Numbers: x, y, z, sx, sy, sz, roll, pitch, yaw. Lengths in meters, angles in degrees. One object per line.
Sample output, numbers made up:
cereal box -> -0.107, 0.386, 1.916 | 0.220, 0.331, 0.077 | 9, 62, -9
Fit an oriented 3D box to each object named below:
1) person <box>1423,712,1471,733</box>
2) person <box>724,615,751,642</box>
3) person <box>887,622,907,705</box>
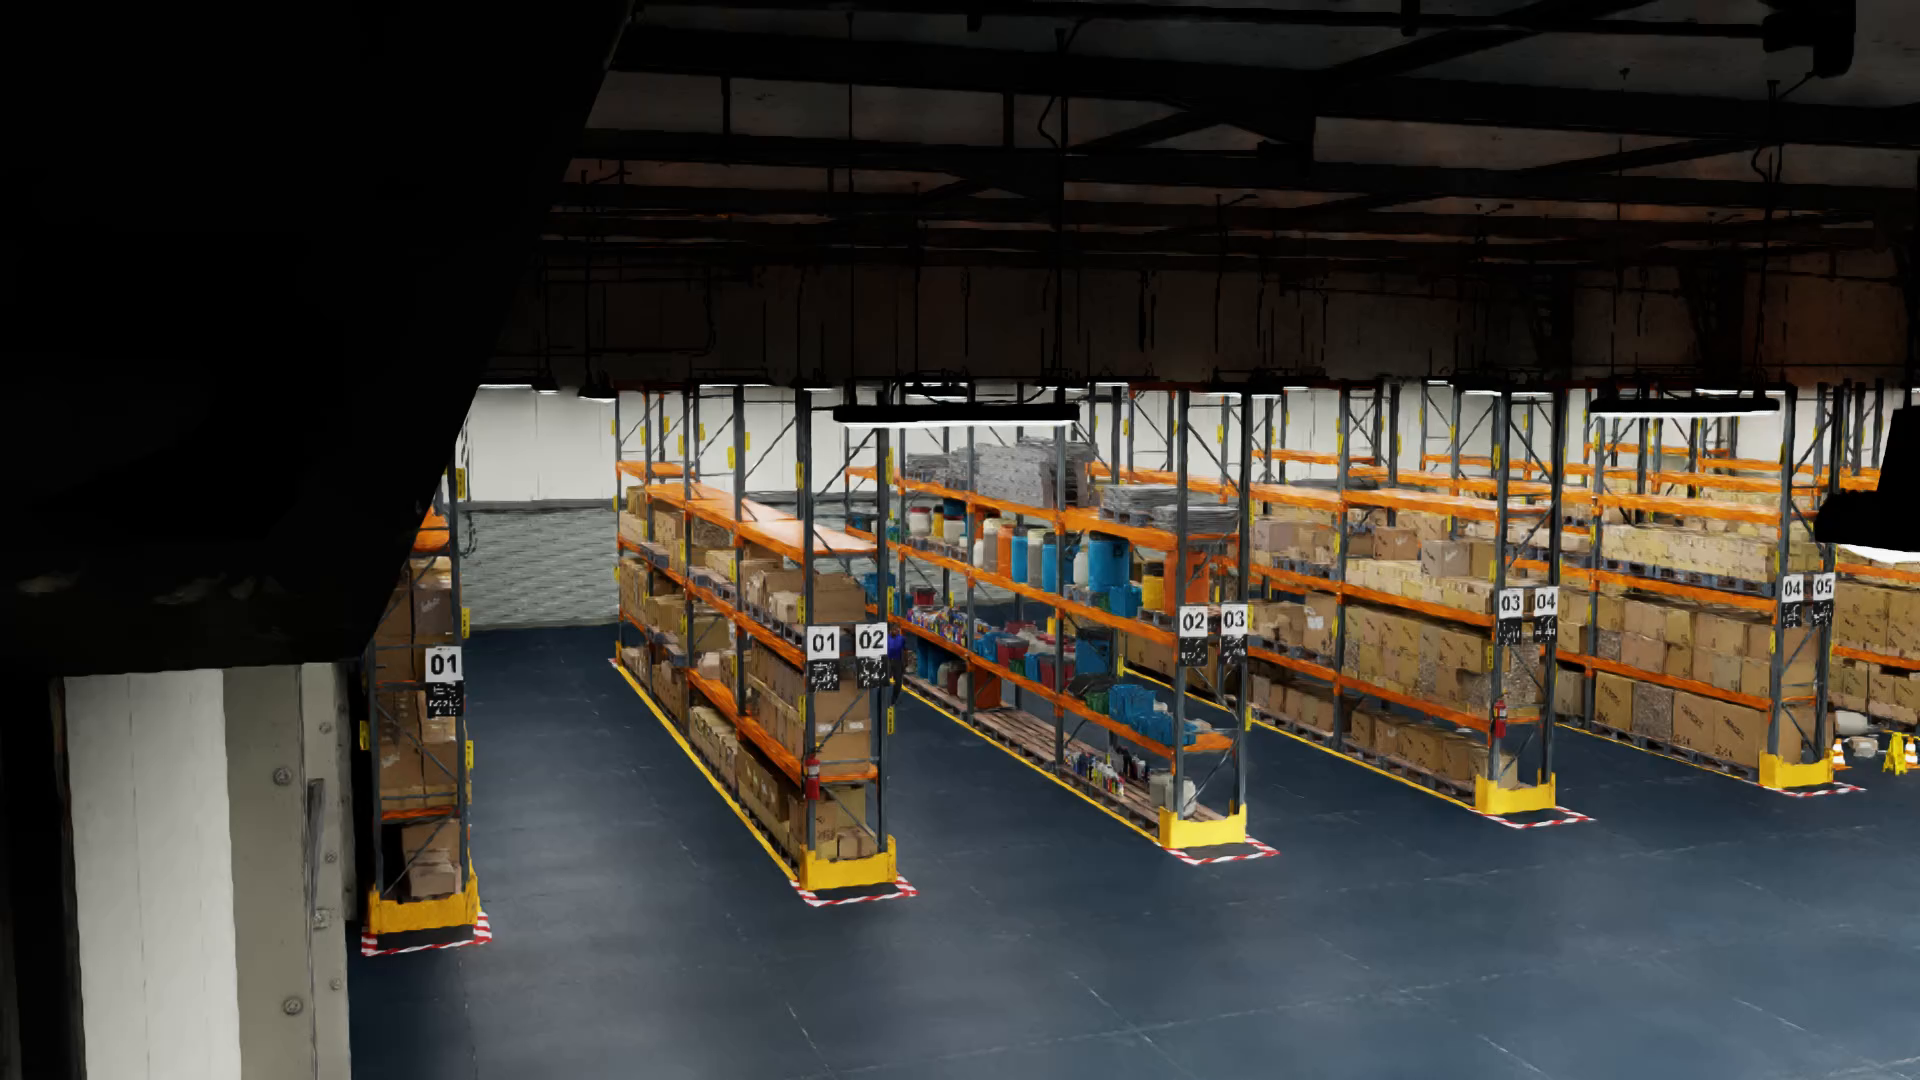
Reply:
person -> 8.369, 2.493, 28.695 | 0.448, 1.590, 1.109 | -2, 6, -17
person -> -4.602, 1.863, 34.137 | 0.579, 1.732, 1.041 | -2, 6, -20
person -> -1.263, 2.288, 30.802 | 0.592, 1.604, 0.513 | -2, 6, -21
